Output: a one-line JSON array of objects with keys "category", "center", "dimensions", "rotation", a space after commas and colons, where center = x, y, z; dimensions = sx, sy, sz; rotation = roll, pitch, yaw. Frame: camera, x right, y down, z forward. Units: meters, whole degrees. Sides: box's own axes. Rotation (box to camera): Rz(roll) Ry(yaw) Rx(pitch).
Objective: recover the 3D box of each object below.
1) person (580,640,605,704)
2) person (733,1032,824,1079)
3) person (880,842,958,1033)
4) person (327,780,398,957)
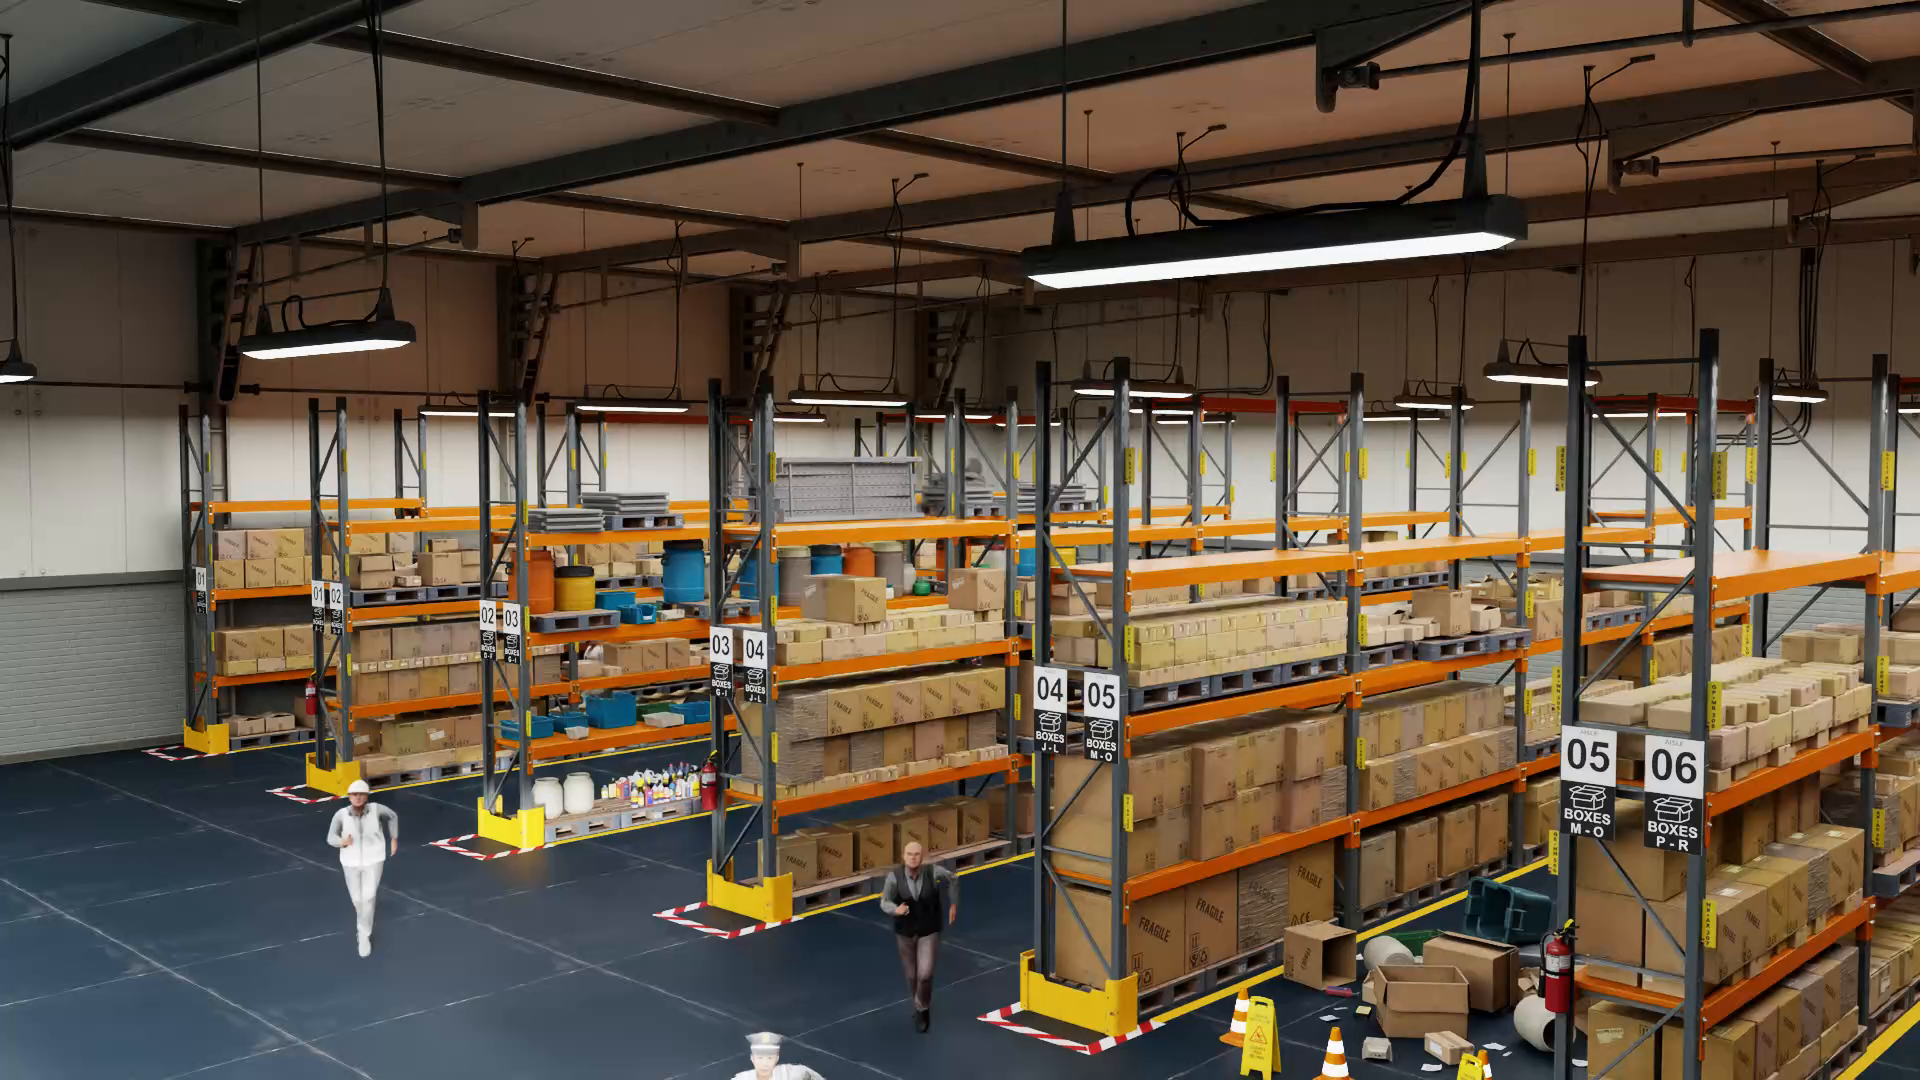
[{"category": "person", "center": [-6.896, 2.637, 31.341], "dimensions": [0.735, 1.758, 0.909], "rotation": [2, 4, 36]}, {"category": "person", "center": [-1.147, 3.787, 10.166], "dimensions": [0.639, 1.694, 0.803], "rotation": [0, 3, -2]}, {"category": "person", "center": [-0.366, 3.521, 14.826], "dimensions": [0.682, 1.699, 0.806], "rotation": [0, 3, 3]}, {"category": "person", "center": [-6.220, 3.374, 17.325], "dimensions": [0.678, 1.812, 0.849], "rotation": [-1, 3, -15]}]
